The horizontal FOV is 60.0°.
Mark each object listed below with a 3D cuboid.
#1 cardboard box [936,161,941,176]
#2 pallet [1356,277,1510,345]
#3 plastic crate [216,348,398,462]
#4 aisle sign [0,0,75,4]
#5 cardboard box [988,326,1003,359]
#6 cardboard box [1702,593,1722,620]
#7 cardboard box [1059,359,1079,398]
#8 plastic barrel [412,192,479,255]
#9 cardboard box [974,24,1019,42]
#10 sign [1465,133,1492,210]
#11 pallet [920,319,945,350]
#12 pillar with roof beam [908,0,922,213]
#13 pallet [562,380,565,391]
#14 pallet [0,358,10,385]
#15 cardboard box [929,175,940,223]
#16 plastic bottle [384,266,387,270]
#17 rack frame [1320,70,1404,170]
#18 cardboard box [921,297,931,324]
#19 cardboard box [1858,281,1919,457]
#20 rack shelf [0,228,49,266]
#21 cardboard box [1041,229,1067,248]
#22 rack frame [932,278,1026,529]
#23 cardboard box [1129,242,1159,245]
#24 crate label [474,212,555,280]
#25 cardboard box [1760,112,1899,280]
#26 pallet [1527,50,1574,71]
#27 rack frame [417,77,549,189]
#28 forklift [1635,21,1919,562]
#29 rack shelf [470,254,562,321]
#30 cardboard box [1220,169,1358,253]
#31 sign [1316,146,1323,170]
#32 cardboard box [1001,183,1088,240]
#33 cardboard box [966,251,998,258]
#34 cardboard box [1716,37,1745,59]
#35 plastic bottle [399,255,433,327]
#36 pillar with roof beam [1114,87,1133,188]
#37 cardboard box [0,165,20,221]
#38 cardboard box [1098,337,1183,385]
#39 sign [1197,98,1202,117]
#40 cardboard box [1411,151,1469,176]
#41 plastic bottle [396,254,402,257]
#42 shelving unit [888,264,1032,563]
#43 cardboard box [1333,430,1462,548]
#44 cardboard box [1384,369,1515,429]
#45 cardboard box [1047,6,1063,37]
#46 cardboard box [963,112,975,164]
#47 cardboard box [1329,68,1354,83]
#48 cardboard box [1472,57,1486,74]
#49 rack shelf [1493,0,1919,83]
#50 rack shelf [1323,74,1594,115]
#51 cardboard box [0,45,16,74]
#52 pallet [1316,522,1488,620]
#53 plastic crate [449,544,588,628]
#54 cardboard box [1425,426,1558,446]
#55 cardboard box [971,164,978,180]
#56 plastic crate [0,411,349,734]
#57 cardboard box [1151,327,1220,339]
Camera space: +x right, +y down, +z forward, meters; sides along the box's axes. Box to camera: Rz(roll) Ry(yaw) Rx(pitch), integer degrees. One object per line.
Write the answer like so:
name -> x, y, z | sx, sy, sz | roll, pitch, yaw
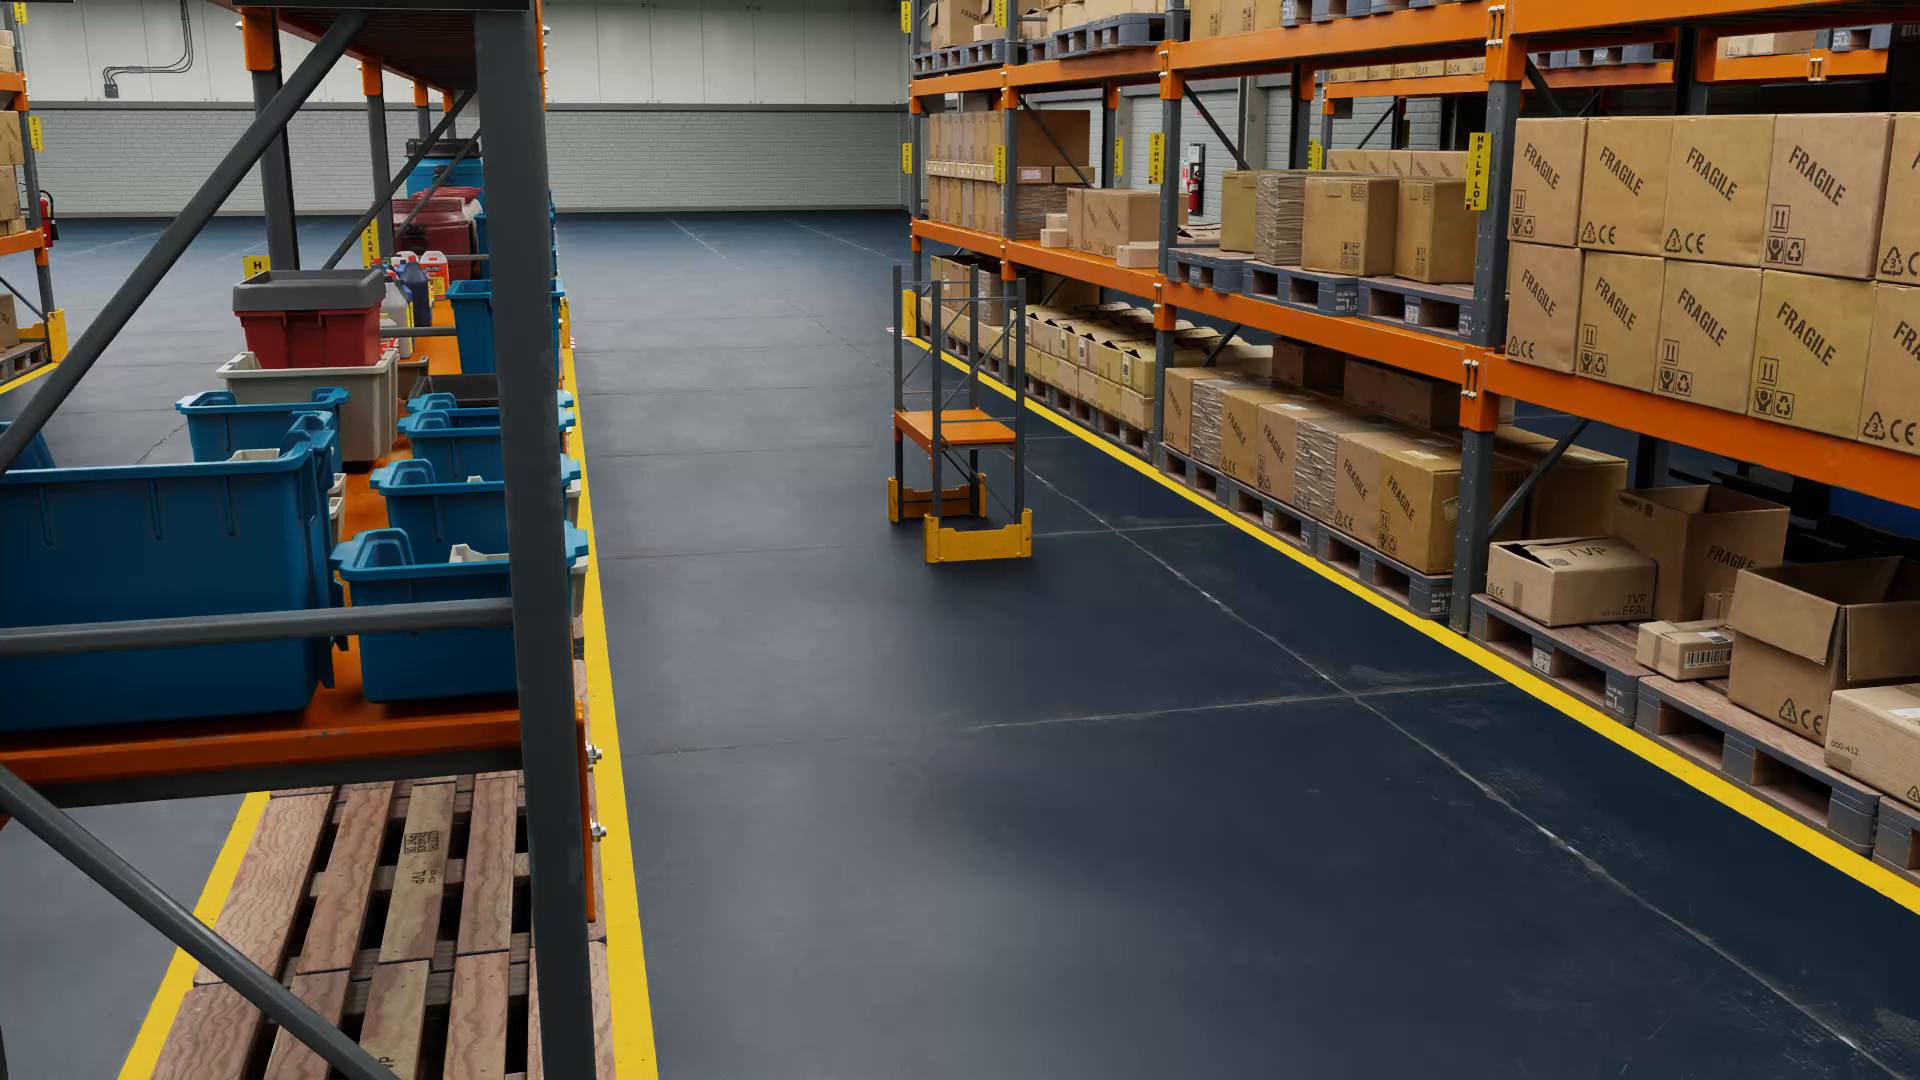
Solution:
cardboard box -> -0.043, -3.967, 17.766 | 0.380, 0.149, 0.250 | -3, 14, -13
pallet -> 2.689, -1.153, 8.231 | 1.003, 0.211, 1.213 | -3, 14, -13
plastic crate -> -1.866, -0.390, 4.825 | 0.437, 0.282, 0.530 | -3, 14, -13
aisle sign -> -1.374, -1.088, 2.081 | 0.394, 0.787, 0.004 | -3, 14, -13
cardboard box -> 0.570, -1.864, 15.647 | 0.500, 0.250, 0.500 | -3, 14, -13
cardboard box -> 3.326, 0.314, 6.901 | 0.380, 0.149, 0.250 | -3, 14, -13
cardboard box -> 1.107, -1.308, 13.370 | 0.500, 0.250, 0.500 | -3, 14, -12
plastic barrel -> -3.639, -2.190, 11.785 | 0.433, 0.535, 0.433 | 0, 14, 0
cardboard box -> 0.343, -4.771, 15.666 | 0.380, 0.149, 0.250 | -3, 14, -13
sign -> 2.232, -1.587, 7.161 | 0.100, 0.325, 0.005 | -3, 14, -13
pallet -> 0.173, -2.296, 18.378 | 1.003, 0.211, 1.213 | -3, 14, -13
pillar with roof beam -> -5.458, -13.583, 46.063 | 9.100, 9.000, 0.400 | -3, 14, -13
pallet -> -3.702, -1.093, 13.454 | 1.003, 0.211, 1.213 | -3, 14, -13
pallet -> -9.221, -1.430, 14.837 | 1.003, 0.211, 1.213 | -3, 14, -13
cardboard box -> 0.049, -3.764, 18.304 | 0.700, 0.500, 0.500 | -3, 14, -13
plastic bottle -> -2.979, -1.282, 8.623 | 0.097, 0.271, 0.097 | 0, 14, 0
rack frame -> 4.767, -4.101, 19.893 | 1.000, 3.000, 0.127 | -3, 14, -13
cardboard box -> -0.138, -2.556, 18.479 | 0.500, 0.250, 0.500 | -3, 14, -13
cardboard box -> 3.103, -0.505, 4.962 | 0.500, 0.500, 0.500 | -3, 14, -13
rack shelf -> -9.208, -2.462, 14.700 | 1.077, 0.370, 4.000 | -3, 14, -13
cardboard box -> 0.901, -2.564, 14.129 | 0.380, 0.149, 0.250 | -3, 14, -13
rack frame -> 0.099, -0.631, 8.850 | 0.500, 1.500, 0.032 | -3, 14, -13
cardboard box -> 1.477, -2.148, 12.427 | 0.380, 0.149, 0.250 | -2, 14, -9
crate label -> -2.955, -1.965, 11.074 | 0.502, 0.435, 0.616 | -3, 14, -13
cardboard box -> 2.972, -1.109, 5.329 | 0.500, 0.500, 0.500 | -3, 14, -11
pallet -> 5.747, -4.396, 15.175 | 1.213, 0.211, 1.003 | -3, 14, -13
rack frame -> -3.924, -2.626, 13.856 | 1.000, 3.000, 0.127 | -3, 14, -13
forklift -> 4.965, -1.402, 8.990 | 1.130, 2.935, 3.031 | -3, 14, -12
rack shelf -> -3.454, -1.815, 12.053 | 1.077, 0.370, 4.000 | -3, 14, -13
cardboard box -> 2.089, -2.092, 10.575 | 0.700, 0.500, 0.500 | -9, 16, -32
sign -> 4.239, -4.491, 19.666 | 0.100, 0.325, 0.005 | -3, 14, -13
cardboard box -> 0.781, -3.052, 15.388 | 0.700, 0.500, 0.500 | -4, 14, -15
cardboard box -> 0.367, -2.950, 18.508 | 0.500, 0.500, 0.500 | -3, 14, -13
cardboard box -> 6.431, -4.077, 13.214 | 0.797, 0.503, 0.637 | -1, 14, -5
plastic bottle -> -2.722, -1.244, 8.303 | 0.144, 0.351, 0.185 | -3, 14, -13
pillar with roof beam -> -1.231, -9.430, 29.066 | 9.100, 9.000, 0.400 | -3, 14, -13
cardboard box -> -9.341, -3.229, 15.485 | 0.875, 0.500, 0.500 | -3, 14, -13
cardboard box -> 1.340, -1.346, 12.343 | 0.500, 0.311, 0.500 | -4, 14, -14
sign -> 3.914, -7.078, 27.192 | 0.001, 0.298, 0.199 | -3, 14, -13
cardboard box -> 5.064, -3.803, 17.366 | 0.500, 0.500, 0.500 | -4, 14, -15
plastic bottle -> -3.197, -1.495, 9.496 | 0.097, 0.271, 0.097 | 0, 14, 0
shelving unit -> -0.018, -0.746, 9.321 | 0.587, 1.500, 1.083 | -3, 14, -13
cardboard box -> 2.268, -0.268, 8.542 | 0.500, 0.500, 0.500 | -3, 14, -13
cardboard box -> 2.659, -0.775, 9.040 | 0.500, 0.250, 0.500 | -3, 14, -13
cardboard box -> 1.027, -4.347, 14.010 | 0.500, 0.250, 0.500 | -2, 14, -7
cardboard box -> 0.428, -4.029, 16.656 | 0.700, 0.500, 0.500 | -3, 14, -13
cardboard box -> 4.602, -5.525, 19.150 | 0.500, 0.500, 0.500 | -3, 14, -12
cardboard box -> 5.346, -4.797, 16.169 | 0.500, 0.500, 0.500 | -3, 14, -12
rack shelf -> 3.240, -1.702, 5.269 | 1.077, 0.370, 4.000 | -3, 14, -13
rack shelf -> 5.236, -4.747, 17.734 | 1.077, 0.370, 4.000 | -3, 14, -13
cardboard box -> -9.318, -4.560, 15.767 | 0.500, 0.250, 0.500 | -3, 14, -12
pallet -> 2.543, 0.113, 8.519 | 1.003, 0.211, 1.213 | -3, 14, -13
plastic crate -> -0.839, 0.087, 3.179 | 0.250, 0.136, 0.298 | -3, 14, -13
cardboard box -> 2.758, -0.303, 8.686 | 0.500, 0.500, 0.500 | -3, 14, -12
cardboard box -> 0.323, -3.609, 16.301 | 0.380, 0.149, 0.250 | -3, 14, -12
plastic crate -> -1.366, 0.029, 2.787 | 0.616, 0.435, 0.499 | -3, 14, -13
cardboard box -> 1.744, -1.495, 12.953 | 0.500, 0.311, 0.500 | -4, 14, -15
